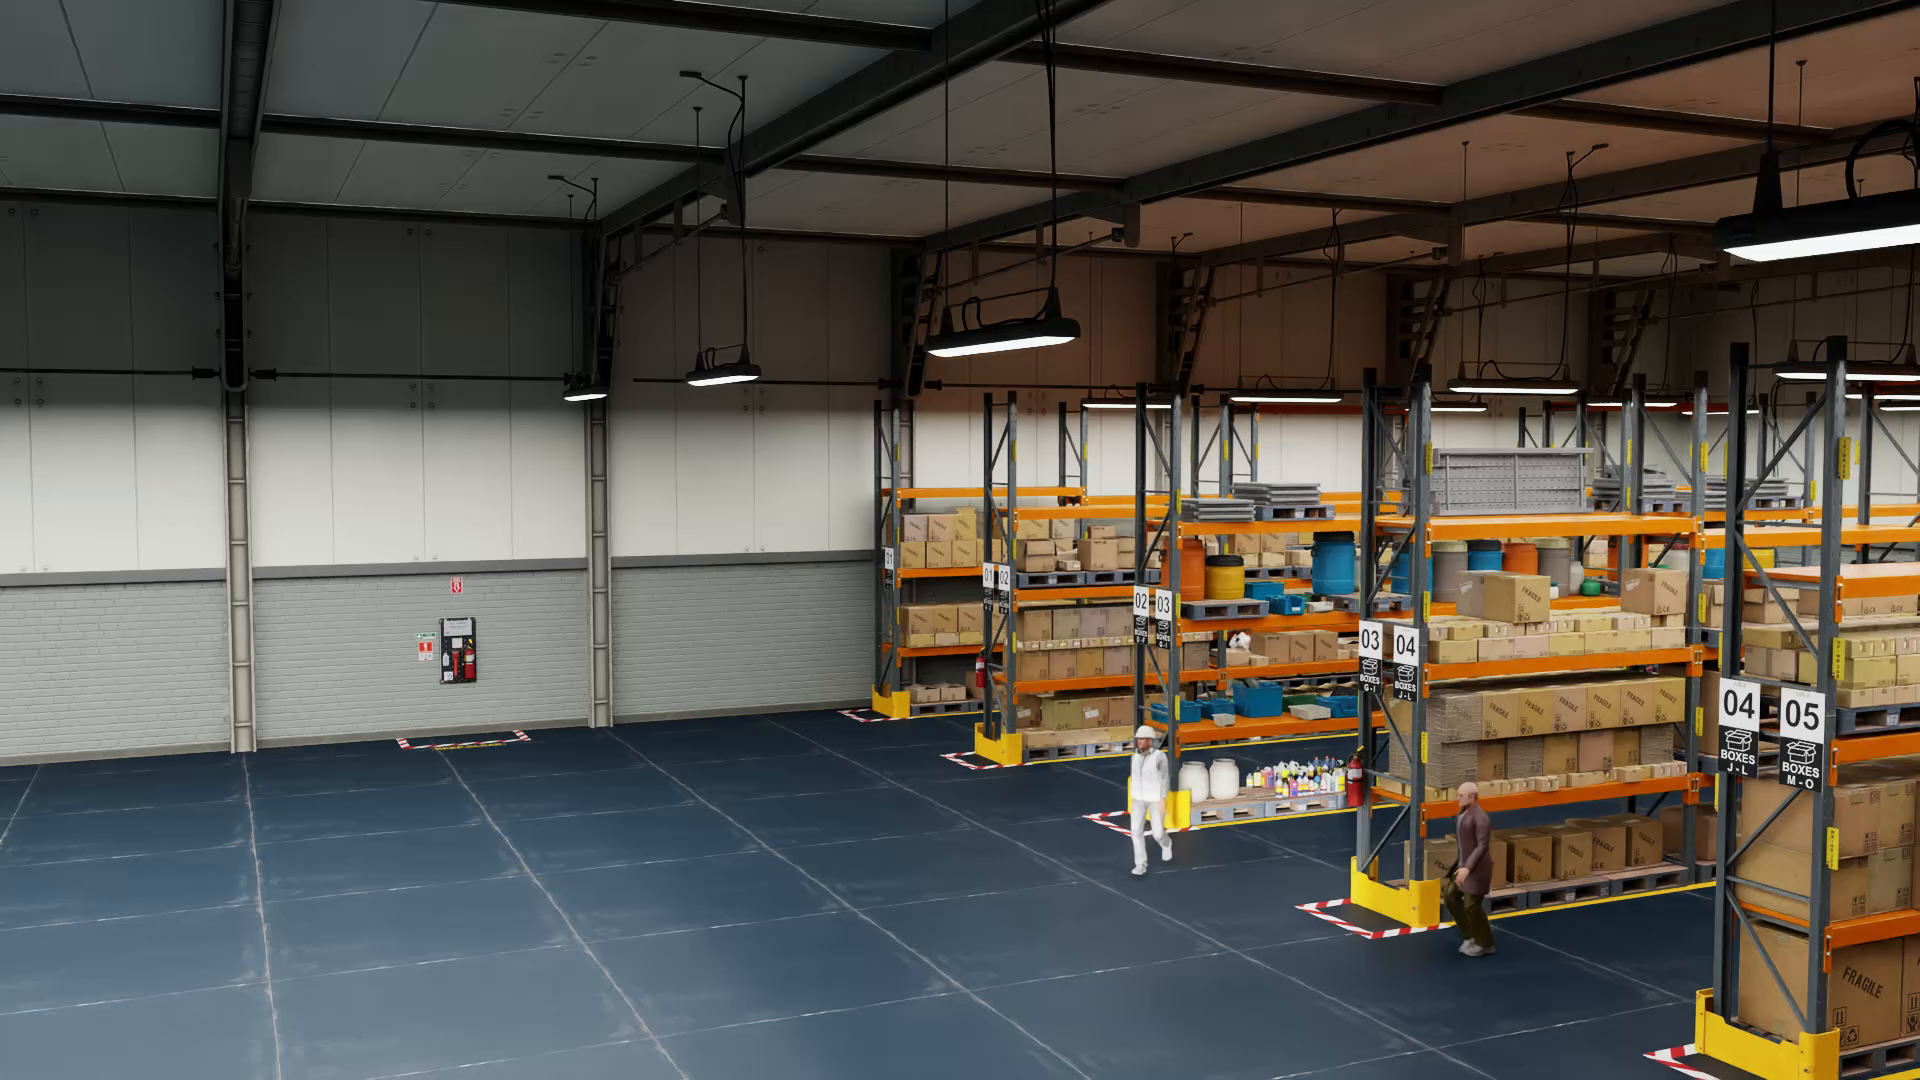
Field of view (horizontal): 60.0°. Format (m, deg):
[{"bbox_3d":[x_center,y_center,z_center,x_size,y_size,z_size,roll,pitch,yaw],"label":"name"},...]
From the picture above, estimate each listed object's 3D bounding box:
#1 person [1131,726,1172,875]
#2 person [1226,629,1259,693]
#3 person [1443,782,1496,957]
[{"bbox_3d":[2.281,3.121,20.095,0.549,1.739,0.805,2,4,31],"label":"person"},{"bbox_3d":[5.559,2.418,33.119,1.022,1.604,0.506,-2,4,-27],"label":"person"},{"bbox_3d":[5.155,3.347,16.823,0.533,1.821,0.714,0,3,-4],"label":"person"}]
